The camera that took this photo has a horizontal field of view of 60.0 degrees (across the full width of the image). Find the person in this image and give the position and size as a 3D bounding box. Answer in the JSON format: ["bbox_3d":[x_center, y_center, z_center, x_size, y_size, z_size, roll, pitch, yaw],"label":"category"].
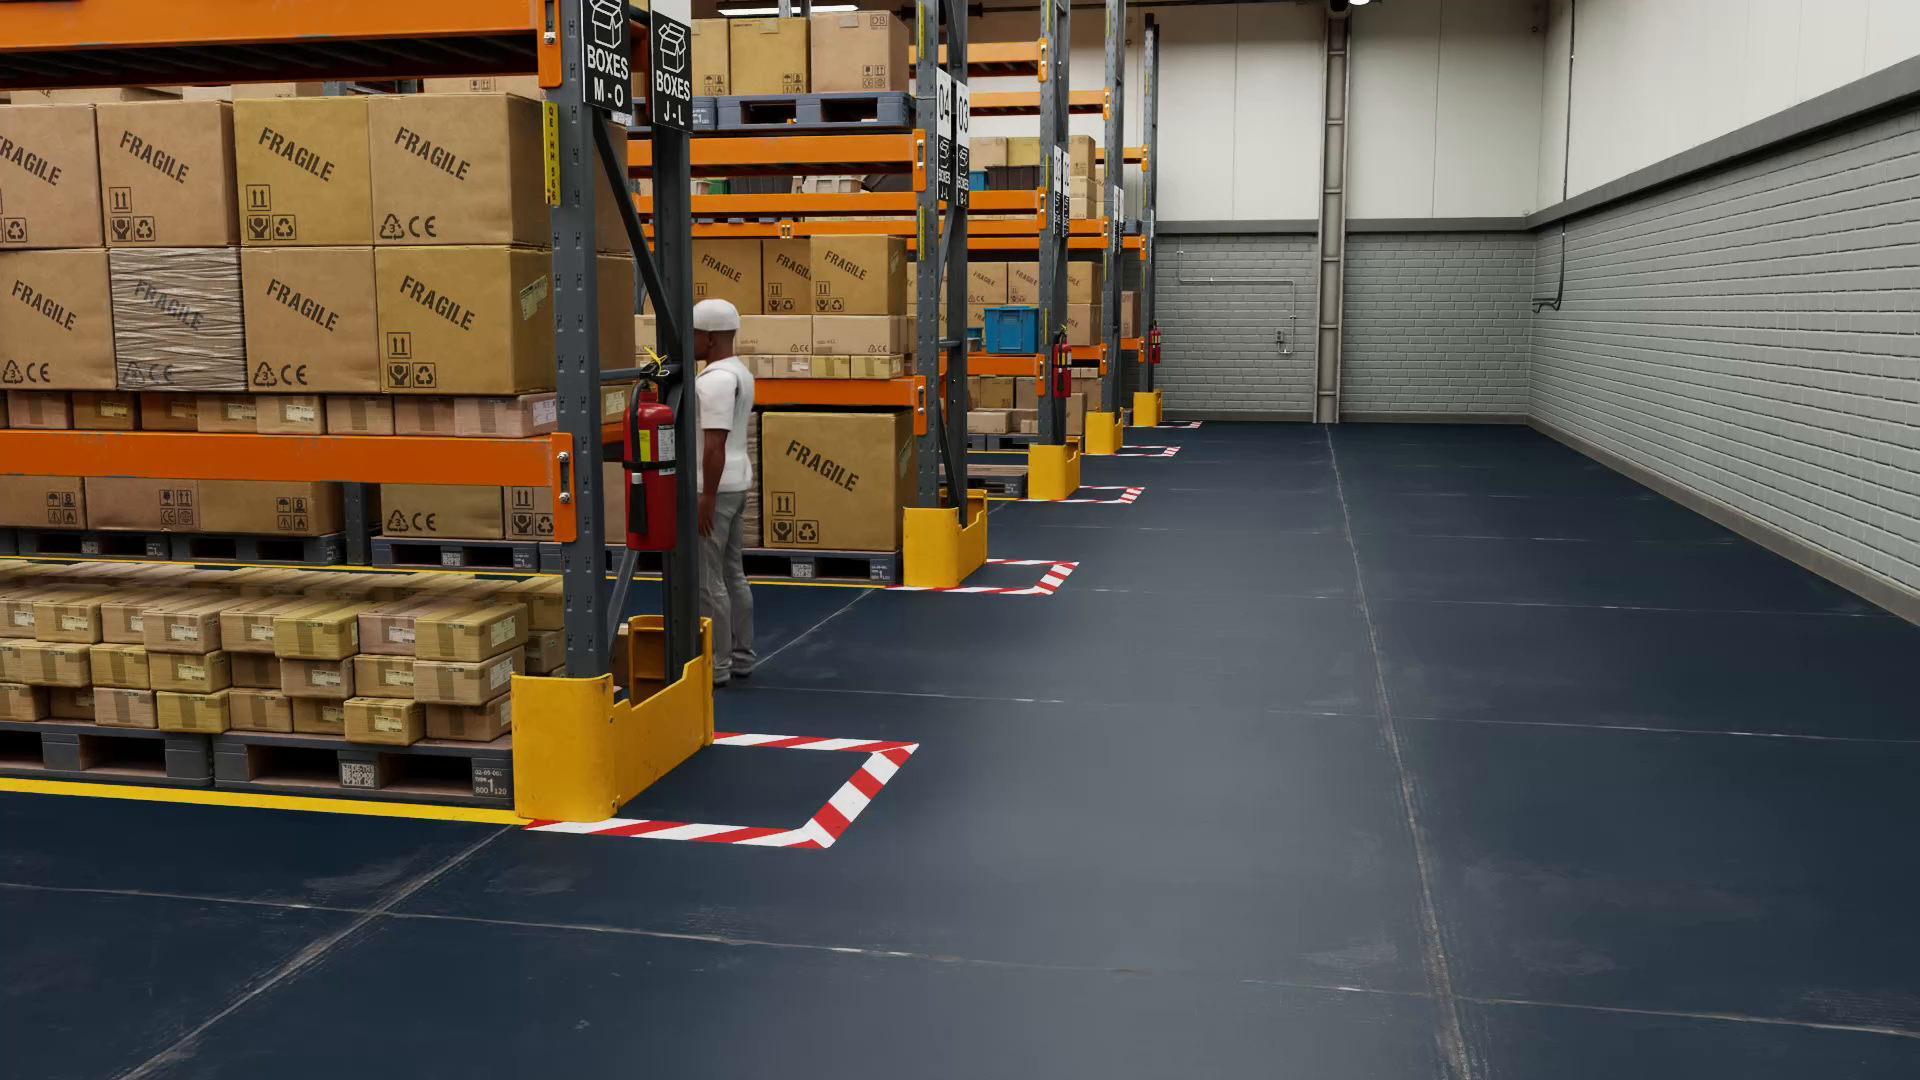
[{"bbox_3d":[-1.162,-0.204,7.714,0.403,1.806,0.596,0,8,4],"label":"person"}]
